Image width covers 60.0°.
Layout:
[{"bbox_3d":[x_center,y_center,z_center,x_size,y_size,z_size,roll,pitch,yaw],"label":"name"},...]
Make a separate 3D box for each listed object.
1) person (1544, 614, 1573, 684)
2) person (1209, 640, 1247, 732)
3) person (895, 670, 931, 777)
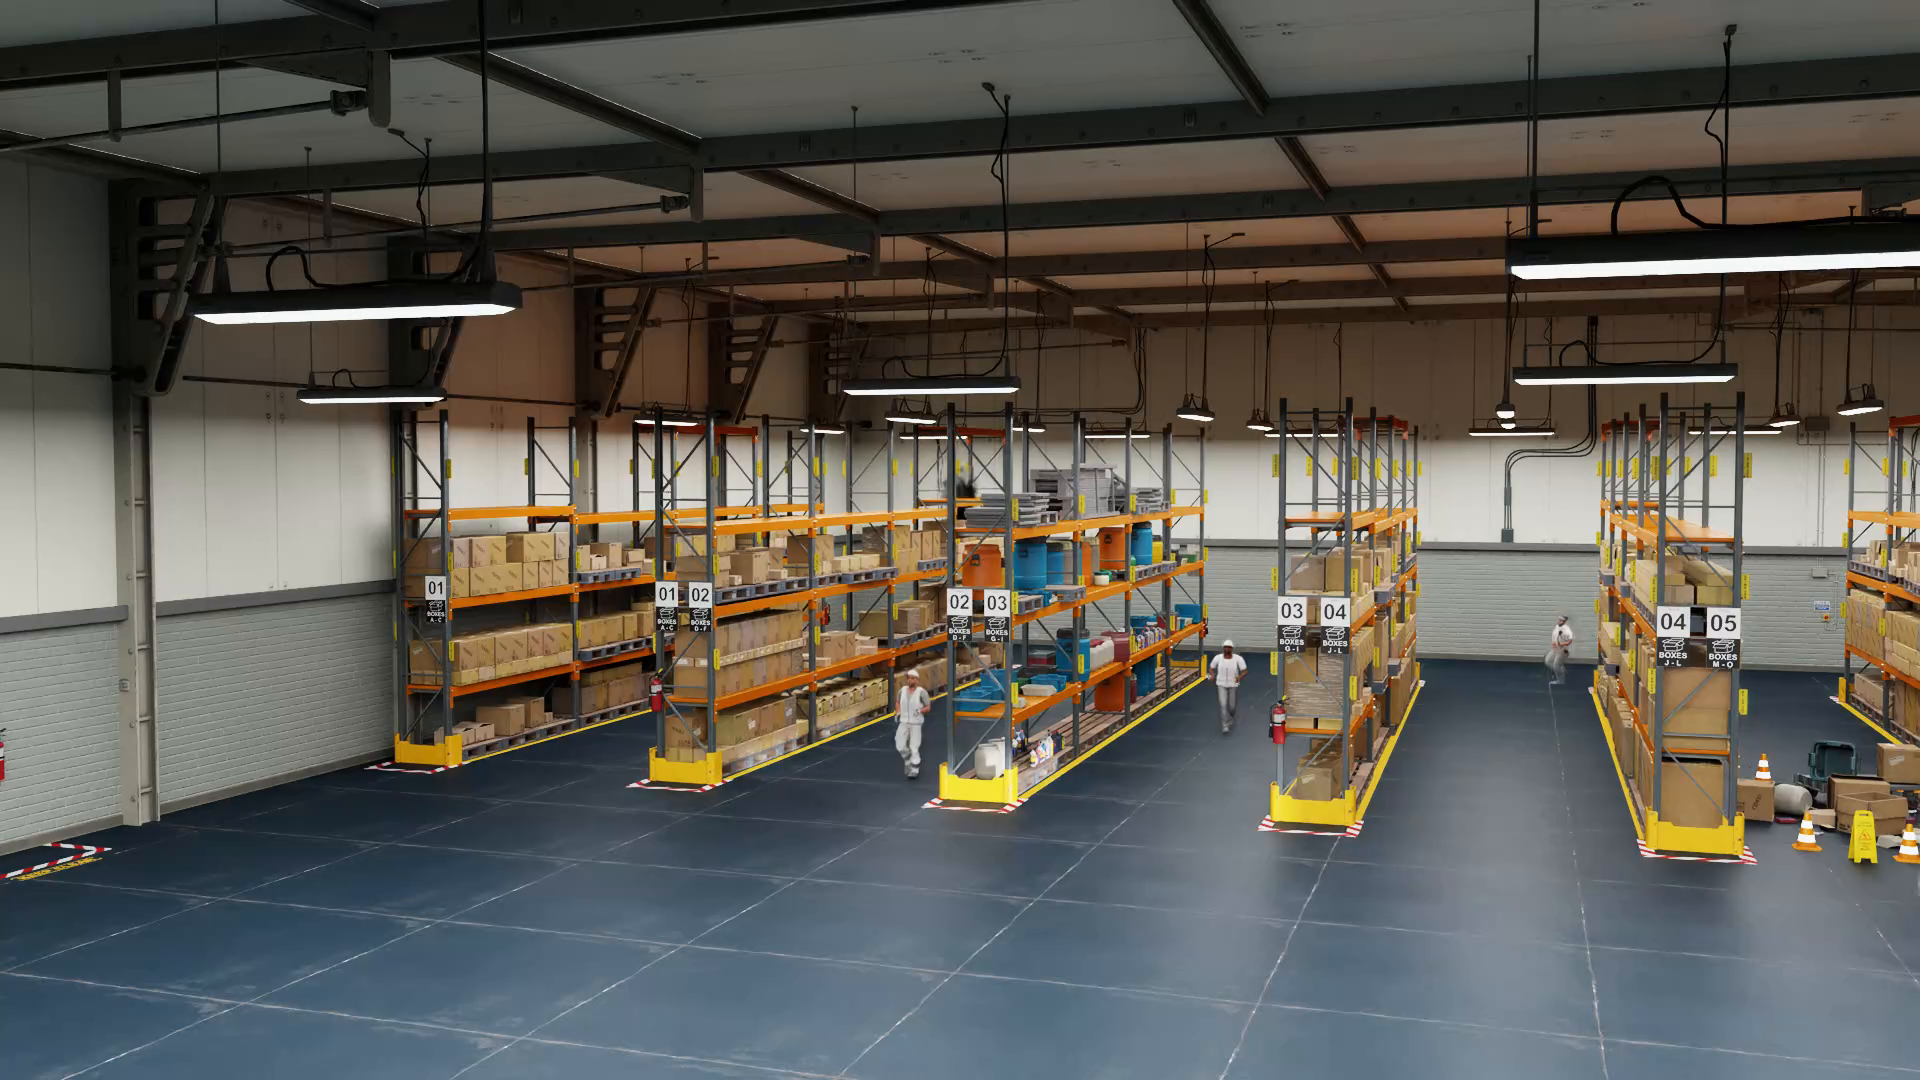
[{"bbox_3d":[13.810,2.517,38.328,0.561,1.675,0.774,-1,3,-13],"label":"person"},{"bbox_3d":[5.106,2.774,31.712,0.730,1.741,0.715,1,2,12],"label":"person"},{"bbox_3d":[-0.813,2.966,26.776,0.643,1.742,0.584,1,3,18],"label":"person"}]
